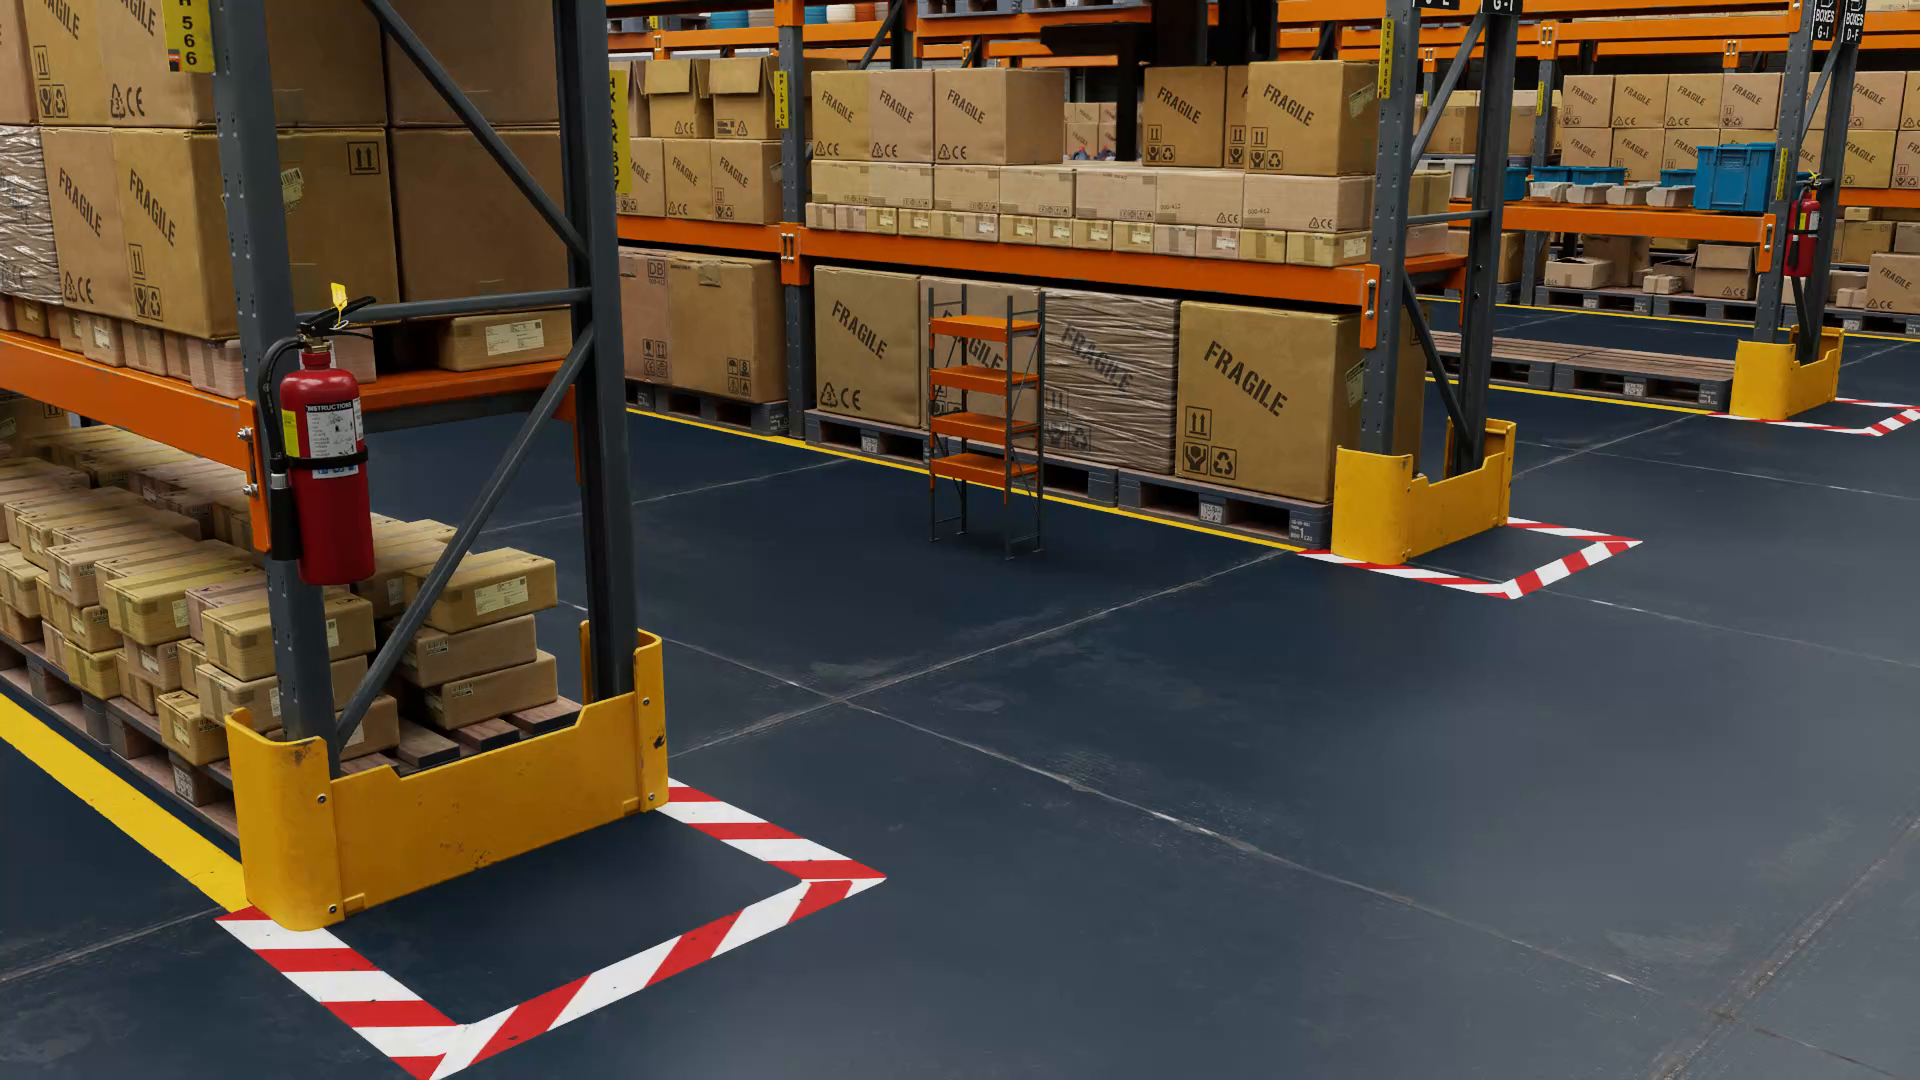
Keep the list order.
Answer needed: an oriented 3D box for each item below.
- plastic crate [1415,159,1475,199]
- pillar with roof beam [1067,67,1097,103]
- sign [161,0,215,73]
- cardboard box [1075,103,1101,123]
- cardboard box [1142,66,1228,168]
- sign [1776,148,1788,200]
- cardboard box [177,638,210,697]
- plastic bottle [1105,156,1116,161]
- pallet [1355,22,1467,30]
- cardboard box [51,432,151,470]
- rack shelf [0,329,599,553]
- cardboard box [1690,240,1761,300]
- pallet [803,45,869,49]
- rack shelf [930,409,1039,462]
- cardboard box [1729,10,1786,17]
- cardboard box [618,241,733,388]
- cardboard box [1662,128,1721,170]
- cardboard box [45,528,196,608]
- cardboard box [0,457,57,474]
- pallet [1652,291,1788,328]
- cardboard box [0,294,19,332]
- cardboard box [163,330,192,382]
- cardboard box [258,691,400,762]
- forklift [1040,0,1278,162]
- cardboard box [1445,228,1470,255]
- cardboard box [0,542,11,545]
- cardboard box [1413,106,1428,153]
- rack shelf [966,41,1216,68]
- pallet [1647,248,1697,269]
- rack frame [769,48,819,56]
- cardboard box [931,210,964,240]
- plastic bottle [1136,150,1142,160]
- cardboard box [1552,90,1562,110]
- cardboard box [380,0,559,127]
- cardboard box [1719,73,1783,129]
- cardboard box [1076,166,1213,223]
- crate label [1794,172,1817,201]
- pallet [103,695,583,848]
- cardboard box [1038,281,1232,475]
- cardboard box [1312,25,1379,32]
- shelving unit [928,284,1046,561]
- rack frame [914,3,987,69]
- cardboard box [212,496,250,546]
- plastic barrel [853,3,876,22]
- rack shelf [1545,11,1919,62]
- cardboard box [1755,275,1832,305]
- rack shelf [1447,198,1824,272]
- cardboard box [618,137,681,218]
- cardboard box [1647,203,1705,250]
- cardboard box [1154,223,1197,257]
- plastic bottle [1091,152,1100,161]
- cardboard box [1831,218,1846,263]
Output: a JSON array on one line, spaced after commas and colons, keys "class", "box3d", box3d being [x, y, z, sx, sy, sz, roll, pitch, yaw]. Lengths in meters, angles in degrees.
[{"class": "plastic crate", "box3d": [3.731, -2.739, 12.610, 0.530, 0.282, 0.437, 14, 20, 42]}, {"class": "pillar with roof beam", "box3d": [-0.886, -9.122, 25.095, 0.400, 9.000, 9.100, 14, 20, 42]}, {"class": "sign", "box3d": [-1.714, -1.202, 3.674, 0.005, 0.325, 0.100, 14, 20, 42]}, {"class": "cardboard box", "box3d": [2.229, -6.860, 27.081, 0.500, 0.500, 0.500, -14, 20, -42]}, {"class": "cardboard box", "box3d": [1.306, -2.213, 8.697, 0.500, 0.500, 0.500, 13, 19, 41]}, {"class": "sign", "box3d": [5.269, -2.344, 10.656, 0.005, 0.325, 0.100, 14, 20, 42]}, {"class": "cardboard box", "box3d": [-2.043, 0.350, 4.870, 0.250, 0.149, 0.380, 13, 19, 41]}, {"class": "plastic bottle", "box3d": [1.361, -3.234, 14.642, 0.135, 0.276, 0.152, 14, 20, 42]}, {"class": "pallet", "box3d": [5.031, -5.635, 18.032, 1.003, 0.211, 1.213, 14, 20, 42]}, {"class": "cardboard box", "box3d": [-3.546, -0.345, 6.949, 0.250, 0.149, 0.380, 14, 20, 43]}, {"class": "rack shelf", "box3d": [-2.754, -0.588, 5.667, 4.000, 0.370, 1.077, 14, 20, 42]}, {"class": "cardboard box", "box3d": [7.556, -2.643, 16.206, 0.637, 0.503, 0.797, 14, 20, 42]}, {"class": "pallet", "box3d": [-1.947, -7.347, 24.405, 1.213, 0.211, 1.003, 14, 20, 42]}, {"class": "rack shelf", "box3d": [0.119, -0.487, 7.687, 0.480, 0.148, 0.258, 14, 20, 42]}, {"class": "cardboard box", "box3d": [7.457, -4.952, 15.338, 0.500, 0.250, 0.500, 14, 20, 42]}, {"class": "cardboard box", "box3d": [-1.797, -1.608, 11.537, 0.875, 0.875, 1.225, 13, 19, 40]}, {"class": "cardboard box", "box3d": [7.107, -3.699, 15.981, 0.500, 0.500, 0.500, 14, 20, 42]}, {"class": "cardboard box", "box3d": [-2.662, 0.085, 5.297, 0.380, 0.149, 0.250, -14, 20, -42]}, {"class": "cardboard box", "box3d": [-3.716, -0.206, 6.413, 0.250, 0.149, 0.380, 13, 20, 41]}, {"class": "pallet", "box3d": [7.576, -2.283, 16.275, 1.213, 0.211, 1.003, 14, 20, 42]}, {"class": "cardboard box", "box3d": [-3.010, -0.795, 5.534, 0.380, 0.149, 0.250, -14, 20, -42]}, {"class": "cardboard box", "box3d": [-1.898, -0.521, 4.480, 0.250, 0.149, 0.380, 14, 20, 42]}, {"class": "cardboard box", "box3d": [-1.838, 0.536, 4.747, 0.250, 0.149, 0.380, 14, 20, 43]}, {"class": "forklift", "box3d": [1.196, -2.275, 10.850, 3.031, 2.935, 1.130, 14, 20, 43]}, {"class": "cardboard box", "box3d": [5.296, -3.092, 17.934, 0.500, 0.500, 0.500, 14, 20, 42]}, {"class": "cardboard box", "box3d": [-3.336, 0.032, 6.091, 0.380, 0.149, 0.250, -13, 20, -42]}, {"class": "cardboard box", "box3d": [4.885, -4.516, 18.283, 0.500, 0.500, 0.700, 8, 17, 28]}, {"class": "rack shelf", "box3d": [1.881, -6.120, 20.948, 4.000, 0.370, 1.077, 14, 20, 42]}, {"class": "pallet", "box3d": [9.028, -3.638, 21.476, 1.213, 0.211, 1.003, 14, 20, 42]}, {"class": "rack frame", "box3d": [-2.438, -6.066, 25.265, 0.127, 3.000, 1.000, 14, 20, 42]}, {"class": "cardboard box", "box3d": [0.058, -1.753, 9.208, 0.250, 0.149, 0.380, 13, 20, 41]}, {"class": "plastic bottle", "box3d": [1.605, -3.459, 15.358, 0.185, 0.351, 0.144, 14, 20, 42]}, {"class": "cardboard box", "box3d": [8.026, -5.736, 21.681, 0.500, 0.250, 0.500, 13, 20, 41]}, {"class": "cardboard box", "box3d": [-1.453, -1.389, 4.543, 0.500, 0.500, 0.500, 14, 20, 42]}, {"class": "cardboard box", "box3d": [7.458, -4.094, 15.516, 0.500, 0.500, 0.500, -14, 20, -42]}, {"class": "cardboard box", "box3d": [0.937, -1.755, 8.425, 0.500, 0.250, 0.500, 13, 19, 40]}, {"class": "crate label", "box3d": [5.690, -2.419, 11.479, 0.303, 0.233, 0.416, 14, 20, 42]}, {"class": "pallet", "box3d": [-1.929, 0.601, 5.206, 1.213, 0.211, 1.003, 14, 20, 42]}, {"class": "cardboard box", "box3d": [1.030, -0.901, 8.820, 0.875, 0.875, 0.875, 14, 20, 42]}, {"class": "cardboard box", "box3d": [4.400, -5.916, 18.539, 0.500, 0.500, 0.910, 14, 20, 42]}, {"class": "shelving unit", "box3d": [0.119, -0.552, 7.670, 0.503, 1.200, 0.258, 14, 20, 42]}, {"class": "rack frame", "box3d": [-0.120, -3.768, 16.444, 0.127, 3.000, 1.000, 14, 20, 42]}, {"class": "cardboard box", "box3d": [-2.417, -0.078, 5.923, 0.250, 0.149, 0.380, 14, 20, 43]}, {"class": "plastic barrel", "box3d": [-1.032, -5.725, 17.153, 0.708, 0.830, 0.600, 14, 20, 42]}, {"class": "rack shelf", "box3d": [7.640, -4.720, 15.574, 4.000, 0.370, 1.077, 14, 20, 42]}, {"class": "cardboard box", "box3d": [7.854, -2.371, 15.662, 0.500, 0.250, 0.500, 14, 20, 42]}, {"class": "rack shelf", "box3d": [4.199, -2.370, 12.504, 4.000, 0.370, 1.077, 14, 20, 42]}, {"class": "cardboard box", "box3d": [-1.937, -2.427, 11.101, 0.500, 0.500, 0.500, 13, 20, 42]}, {"class": "cardboard box", "box3d": [9.078, -4.119, 21.222, 0.750, 0.750, 0.750, 14, 20, 43]}, {"class": "cardboard box", "box3d": [1.168, -1.483, 8.173, 0.250, 0.149, 0.380, 14, 20, 43]}, {"class": "plastic bottle", "box3d": [1.290, -3.518, 15.716, 0.133, 0.283, 0.061, 14, 20, 42]}, {"class": "cardboard box", "box3d": [10.462, -3.622, 20.007, 0.500, 0.500, 0.700, 13, 20, 42]}]
